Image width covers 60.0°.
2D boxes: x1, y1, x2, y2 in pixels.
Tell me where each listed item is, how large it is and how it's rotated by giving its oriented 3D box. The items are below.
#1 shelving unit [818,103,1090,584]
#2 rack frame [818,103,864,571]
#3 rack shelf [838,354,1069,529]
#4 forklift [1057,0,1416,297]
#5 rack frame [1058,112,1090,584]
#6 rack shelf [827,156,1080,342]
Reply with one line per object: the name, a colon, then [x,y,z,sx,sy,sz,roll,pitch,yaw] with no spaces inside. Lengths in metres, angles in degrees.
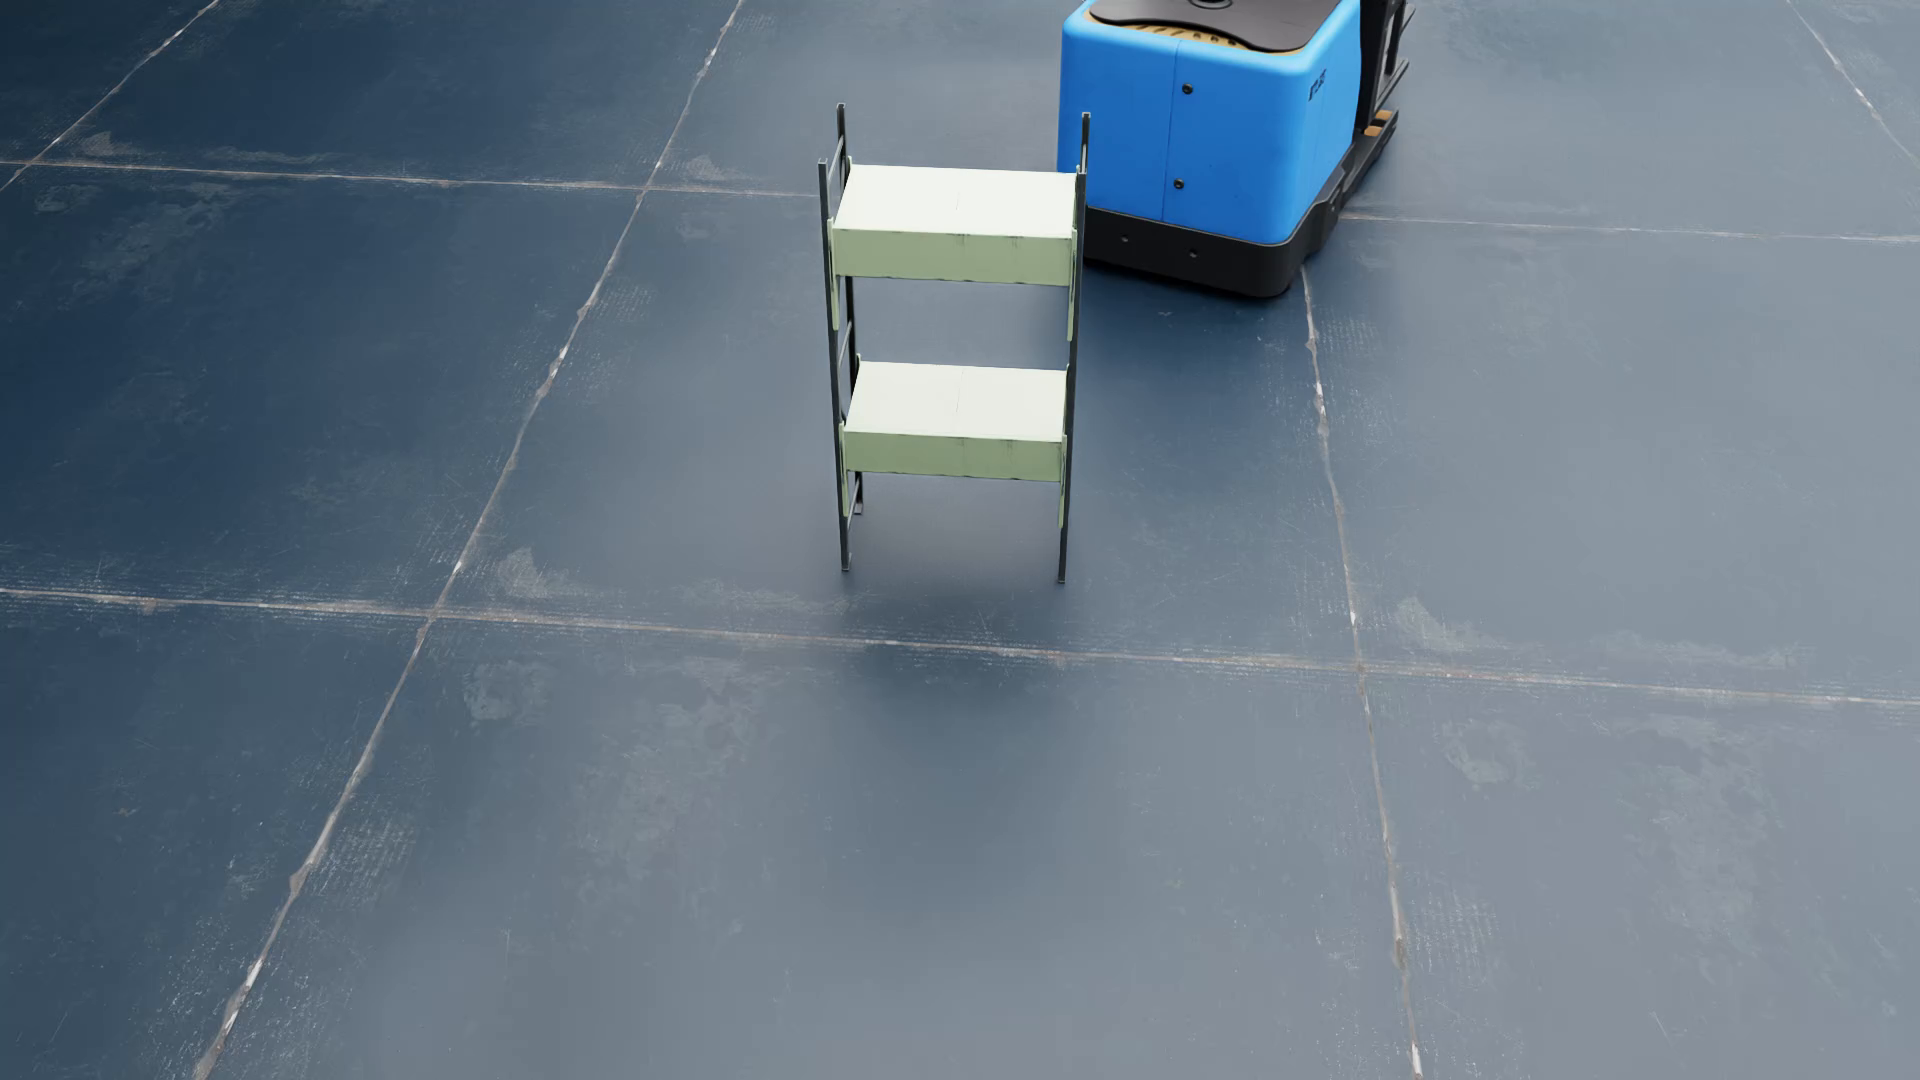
shelving unit: [-0.007,-0.582,5.277,0.755,1.500,0.431,3,39,4]
rack frame: [-0.371,-0.602,5.301,0.023,1.500,0.400,3,39,4]
rack shelf: [-0.007,-0.329,5.483,0.720,0.370,0.431,3,39,4]
forklift: [1.484,-3.066,7.195,1.130,2.935,3.031,17,42,20]
rack frame: [0.358,-0.562,5.252,0.023,1.500,0.400,3,39,4]
rack shelf: [-0.007,-0.885,5.031,0.720,0.370,0.431,3,39,4]
